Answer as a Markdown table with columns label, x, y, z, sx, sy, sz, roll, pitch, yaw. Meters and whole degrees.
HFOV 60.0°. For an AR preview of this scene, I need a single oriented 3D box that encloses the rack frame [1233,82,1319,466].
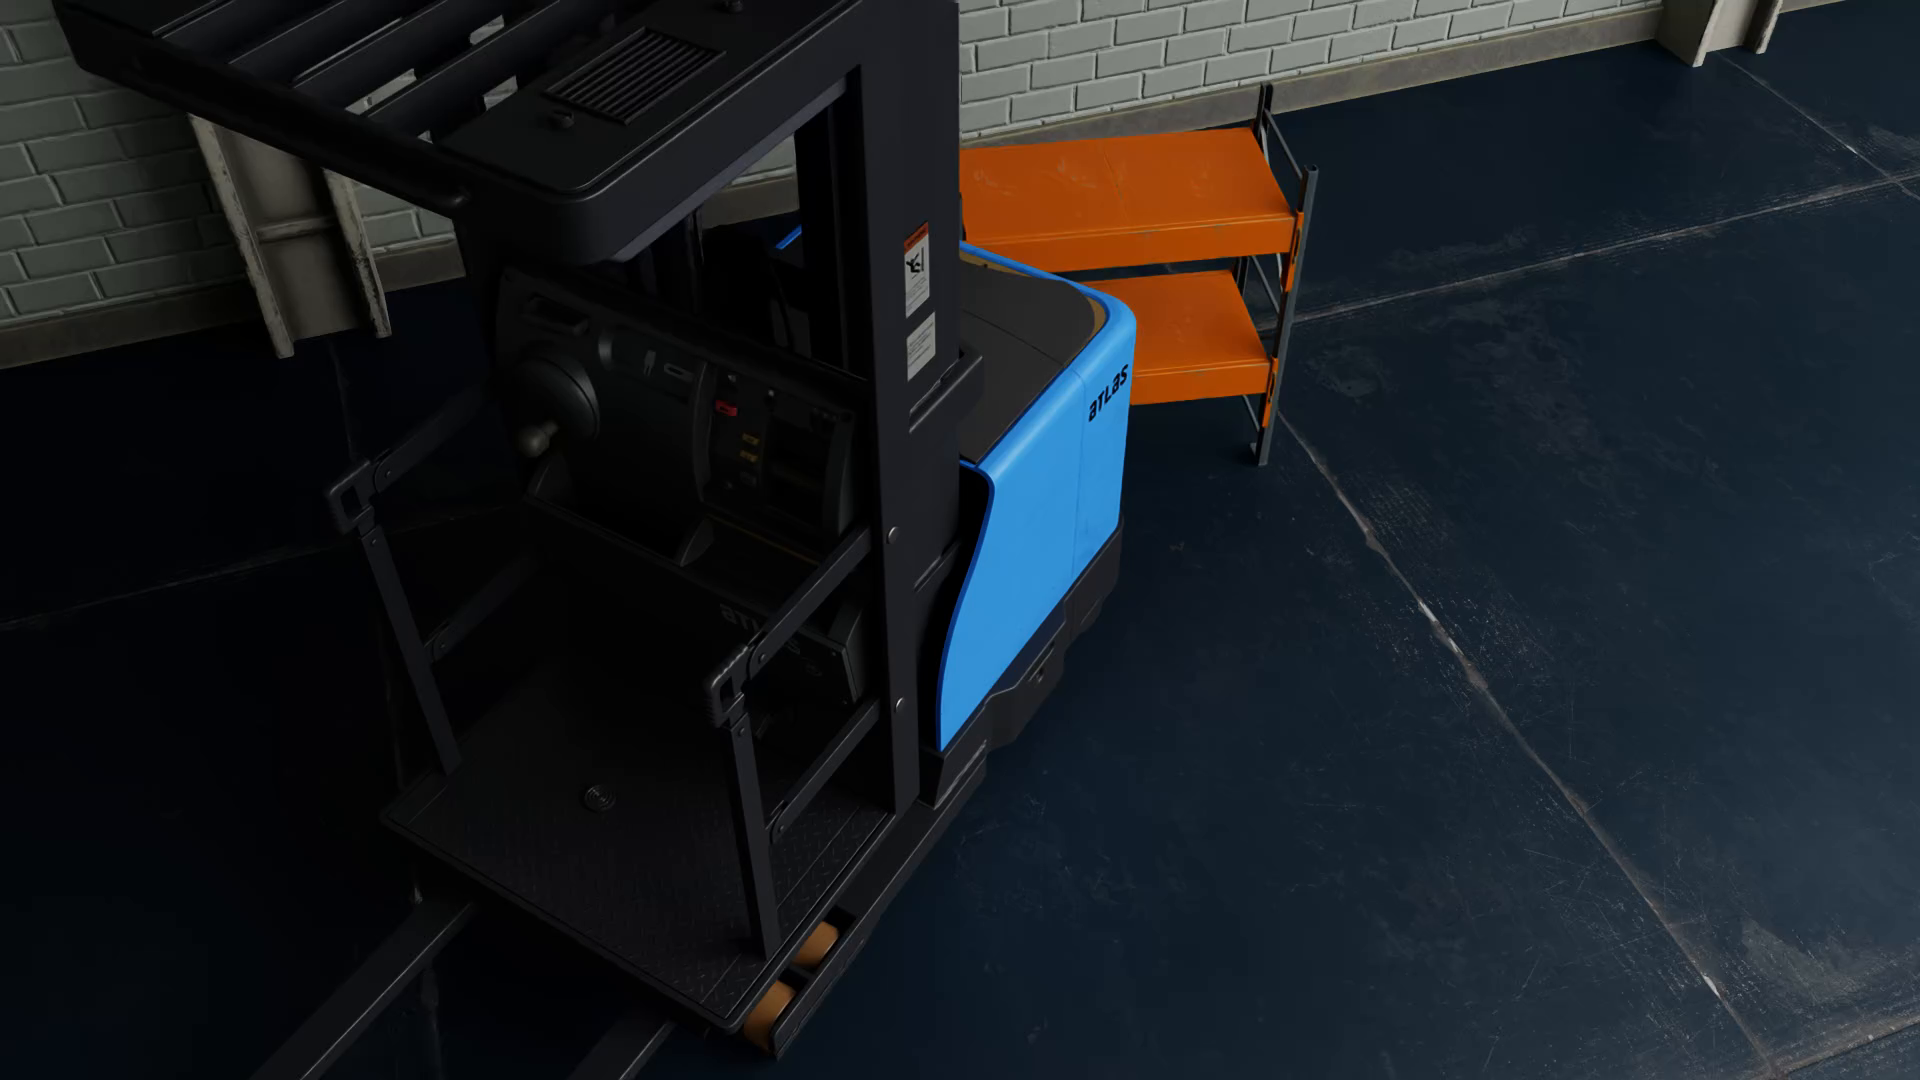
| label | x | y | z | sx | sy | sz | roll | pitch | yaw |
| --- | --- | --- | --- | --- | --- | --- | --- | --- | --- |
| rack frame | 0.963 | -0.817 | 5.270 | 0.032 | 1.125 | 0.500 | -6 | 45 | -6 |

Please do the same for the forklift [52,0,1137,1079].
| label | x | y | z | sx | sy | sz | roll | pitch | yaw |
| --- | --- | --- | --- | --- | --- | --- | --- | --- | --- |
| forklift | -0.722 | -0.187 | 3.367 | 1.130 | 2.935 | 3.031 | 24 | 50 | 22 |

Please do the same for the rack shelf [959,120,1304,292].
| label | x | y | z | sx | sy | sz | roll | pitch | yaw |
| --- | --- | --- | --- | --- | --- | --- | --- | --- | --- |
| rack shelf | 0.460 | -0.972 | 5.011 | 1.000 | 0.278 | 0.538 | -6 | 45 | -6 |

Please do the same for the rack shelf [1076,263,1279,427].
| label | x | y | z | sx | sy | sz | roll | pitch | yaw |
| --- | --- | --- | --- | --- | --- | --- | --- | --- | --- |
| rack shelf | 0.460 | -0.593 | 5.392 | 1.000 | 0.278 | 0.538 | -6 | 45 | -6 |

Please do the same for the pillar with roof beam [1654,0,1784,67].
| label | x | y | z | sx | sy | sz | roll | pitch | yaw |
| --- | --- | --- | --- | --- | --- | --- | --- | --- | --- |
| pillar with roof beam | 4.822 | -2.542 | 1.430 | 0.400 | 9.000 | 9.100 | -14 | 47 | -14 |

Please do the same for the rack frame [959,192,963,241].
| label | x | y | z | sx | sy | sz | roll | pitch | yaw |
| --- | --- | --- | --- | --- | --- | --- | --- | --- | --- |
| rack frame | -0.043 | -0.714 | 5.167 | 0.032 | 1.125 | 0.500 | -6 | 45 | -6 |

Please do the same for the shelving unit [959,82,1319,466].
| label | x | y | z | sx | sy | sz | roll | pitch | yaw |
| --- | --- | --- | --- | --- | --- | --- | --- | --- | --- |
| shelving unit | 0.460 | -0.765 | 5.219 | 1.048 | 1.125 | 0.538 | -6 | 45 | -6 |
